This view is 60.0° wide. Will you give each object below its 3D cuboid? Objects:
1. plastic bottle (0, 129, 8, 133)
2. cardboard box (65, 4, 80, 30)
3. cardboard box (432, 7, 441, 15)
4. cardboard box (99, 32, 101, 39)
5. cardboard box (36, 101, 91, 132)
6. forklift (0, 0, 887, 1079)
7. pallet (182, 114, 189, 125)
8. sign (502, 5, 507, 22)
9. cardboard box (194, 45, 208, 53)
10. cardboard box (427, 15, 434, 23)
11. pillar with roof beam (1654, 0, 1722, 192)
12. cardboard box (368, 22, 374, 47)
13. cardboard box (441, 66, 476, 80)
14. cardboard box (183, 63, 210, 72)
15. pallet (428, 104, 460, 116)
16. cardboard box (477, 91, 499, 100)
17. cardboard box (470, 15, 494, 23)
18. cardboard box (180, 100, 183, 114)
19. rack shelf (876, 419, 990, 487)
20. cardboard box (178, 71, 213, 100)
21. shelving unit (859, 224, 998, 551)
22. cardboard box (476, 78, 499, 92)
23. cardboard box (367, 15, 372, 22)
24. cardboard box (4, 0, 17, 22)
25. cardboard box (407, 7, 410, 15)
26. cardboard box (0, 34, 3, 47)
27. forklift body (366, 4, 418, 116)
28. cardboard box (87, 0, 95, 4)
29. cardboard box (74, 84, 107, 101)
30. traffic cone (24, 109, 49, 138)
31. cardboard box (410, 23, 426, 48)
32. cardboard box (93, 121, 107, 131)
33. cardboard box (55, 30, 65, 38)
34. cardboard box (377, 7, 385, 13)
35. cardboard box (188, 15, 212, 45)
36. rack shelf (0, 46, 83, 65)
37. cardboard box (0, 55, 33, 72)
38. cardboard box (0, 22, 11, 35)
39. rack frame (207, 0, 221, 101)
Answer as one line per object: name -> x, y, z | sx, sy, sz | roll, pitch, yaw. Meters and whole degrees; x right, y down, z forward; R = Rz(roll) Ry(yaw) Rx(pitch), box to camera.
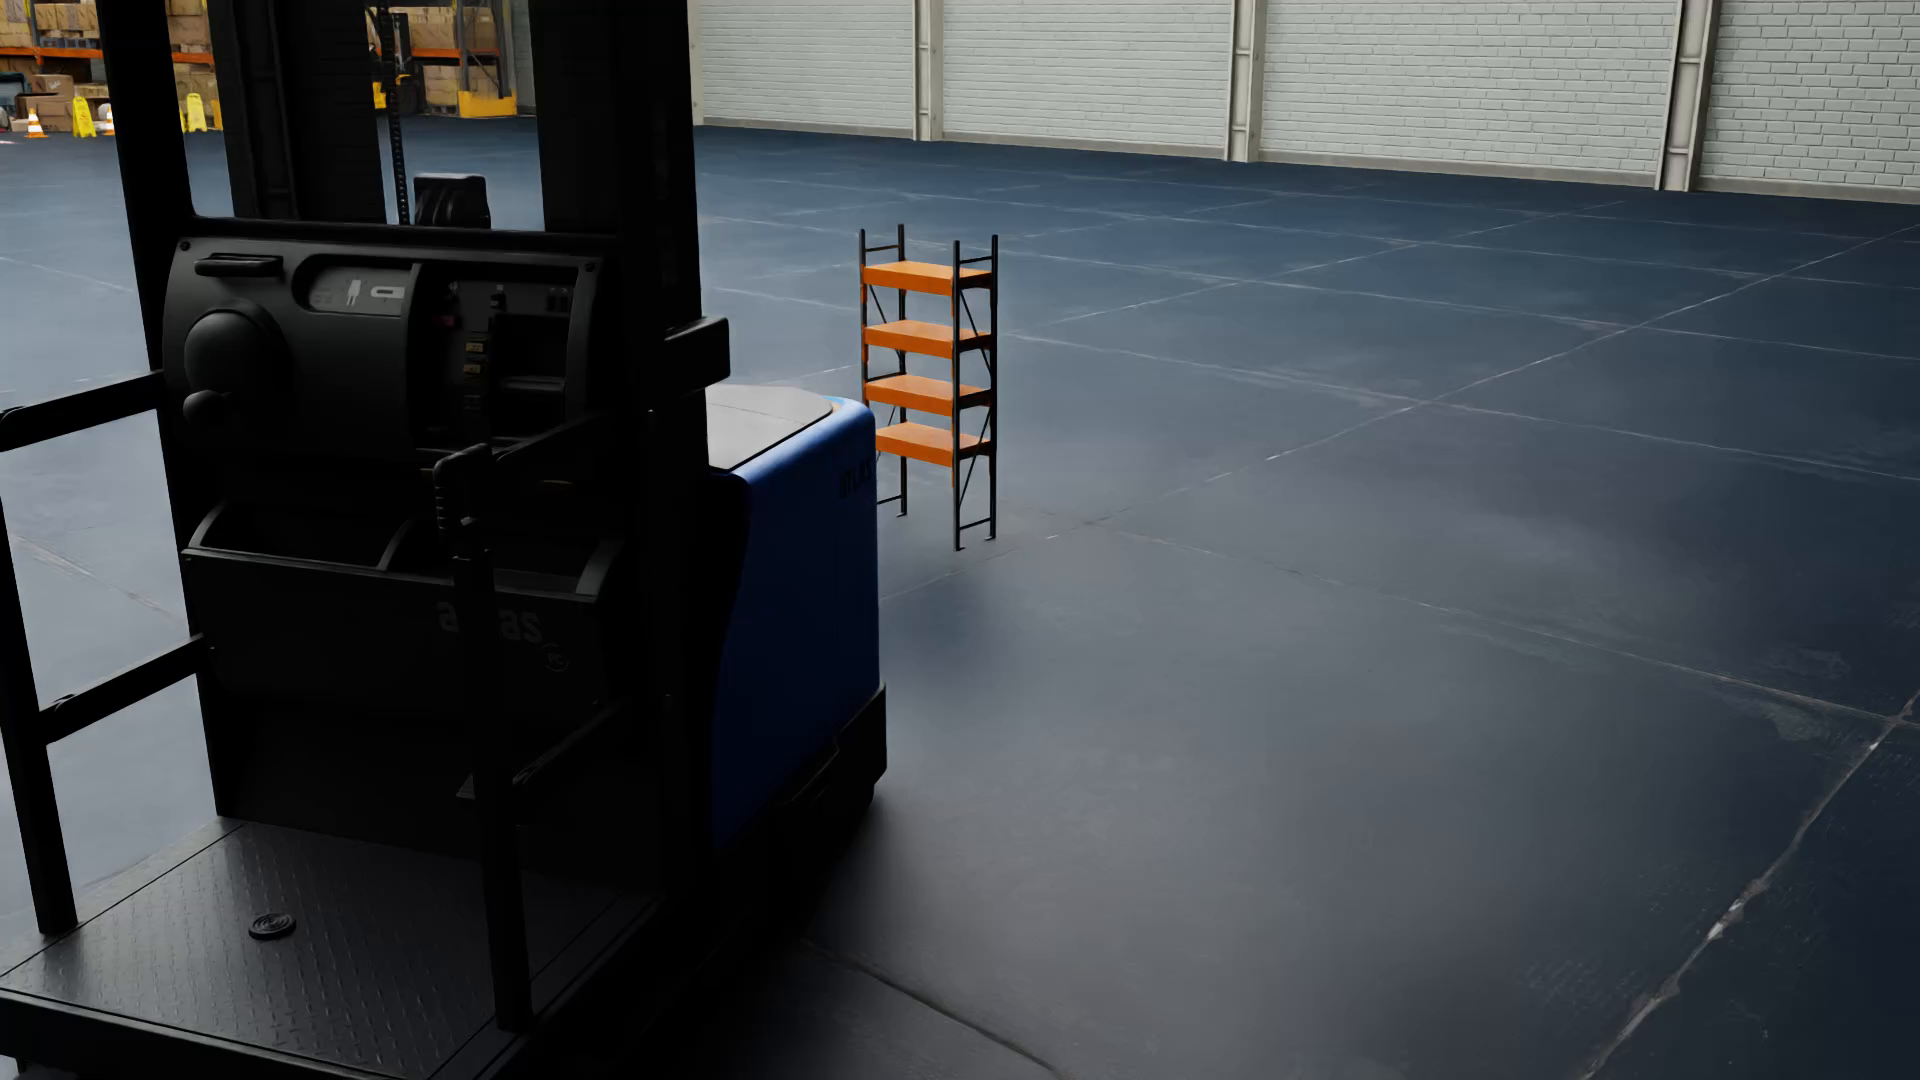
plastic bottle -> -16.775, -7.141, 29.012 | 0.133, 0.061, 0.283 | 7, 19, 21
cardboard box -> -17.500, -10.461, 33.265 | 0.500, 0.500, 0.500 | 14, 22, 37
cardboard box -> -10.399, -10.654, 33.494 | 0.250, 0.149, 0.380 | 16, 23, 40
cardboard box -> -16.610, -9.900, 32.568 | 0.250, 0.149, 0.380 | 14, 22, 38
cardboard box -> -15.858, -7.508, 29.438 | 0.637, 0.503, 0.797 | 0, 18, 2
forklift -> -1.144, -0.355, 2.884 | 1.130, 2.935, 3.031 | 6, 18, 17
pallet -> -14.413, -8.021, 31.535 | 1.213, 0.211, 1.003 | 15, 23, 39
sign -> -9.199, -10.617, 33.544 | 0.005, 0.325, 0.100 | 15, 23, 39
cardboard box -> -13.549, -8.851, 29.958 | 0.250, 0.149, 0.380 | 15, 23, 39
cardboard box -> -10.560, -10.568, 33.715 | 0.250, 0.149, 0.380 | 15, 23, 39
pillar with roof beam -> 5.598, -7.452, 15.218 | 0.400, 9.000, 9.100 | 15, 23, 39
cardboard box -> -12.405, -10.745, 35.344 | 0.500, 0.500, 0.500 | 14, 22, 38
cardboard box -> -10.124, -9.430, 33.565 | 0.500, 0.250, 0.500 | 16, 24, 41
cardboard box -> -13.956, -8.635, 30.400 | 0.250, 0.149, 0.380 | 16, 24, 41
pallet -> -10.172, -8.857, 34.171 | 1.213, 0.211, 1.003 | 15, 23, 39
cardboard box -> -9.810, -9.075, 34.098 | 0.500, 0.250, 0.500 | 15, 23, 39
cardboard box -> -9.654, -10.526, 33.582 | 0.250, 0.149, 0.380 | 14, 23, 38
cardboard box -> -14.425, -8.119, 31.087 | 0.500, 0.250, 0.500 | 14, 22, 37
rack shelf -> -0.124, -0.352, 6.615 | 0.480, 0.148, 0.258 | 15, 23, 39
cardboard box -> -14.029, -8.371, 30.642 | 0.500, 0.500, 0.500 | 16, 24, 41
shelving unit -> -0.124, -0.605, 6.535 | 0.503, 1.200, 0.258 | 15, 23, 39
cardboard box -> -9.786, -9.311, 34.018 | 0.500, 0.250, 0.500 | 16, 23, 40
cardboard box -> -12.305, -11.027, 35.161 | 0.250, 0.149, 0.380 | 16, 23, 41
cardboard box -> -19.797, -11.195, 35.109 | 0.500, 0.500, 0.500 | 16, 23, 40
cardboard box -> -11.131, -10.872, 34.180 | 0.250, 0.149, 0.380 | 15, 23, 40
cardboard box -> -20.557, -10.796, 35.918 | 0.500, 0.250, 0.500 | 15, 23, 38
forklift body -> -12.201, -9.606, 33.323 | 1.214, 2.155, 2.313 | 15, 23, 39
cardboard box -> -16.875, -10.597, 32.621 | 0.250, 0.149, 0.380 | 14, 22, 38
cardboard box -> -17.874, -9.210, 34.324 | 0.625, 0.372, 0.950 | 14, 23, 38
traffic cone -> -15.529, -6.997, 27.894 | 0.334, 0.463, 0.336 | 15, 23, 39
cardboard box -> -10.880, -10.338, 34.063 | 0.500, 0.500, 0.500 | 14, 23, 38
cardboard box -> -15.185, -7.365, 29.574 | 0.380, 0.149, 0.250 | -6, 18, -18
cardboard box -> -18.173, -10.308, 33.854 | 0.250, 0.149, 0.380 | 15, 23, 40
cardboard box -> -11.946, -11.057, 34.762 | 0.250, 0.149, 0.380 | 16, 23, 40
cardboard box -> -13.453, -9.154, 29.841 | 0.500, 0.500, 0.500 | 15, 23, 38
rack shelf -> -20.344, -10.583, 36.190 | 4.000, 0.370, 1.077 | 15, 23, 39
cardboard box -> -20.642, -10.229, 36.703 | 0.875, 0.875, 0.875 | 16, 24, 41
cardboard box -> -20.161, -10.931, 35.519 | 0.500, 0.250, 0.500 | 14, 23, 38
rack frame -> -12.864, -8.918, 29.754 | 0.127, 3.000, 1.000 | 15, 23, 39
